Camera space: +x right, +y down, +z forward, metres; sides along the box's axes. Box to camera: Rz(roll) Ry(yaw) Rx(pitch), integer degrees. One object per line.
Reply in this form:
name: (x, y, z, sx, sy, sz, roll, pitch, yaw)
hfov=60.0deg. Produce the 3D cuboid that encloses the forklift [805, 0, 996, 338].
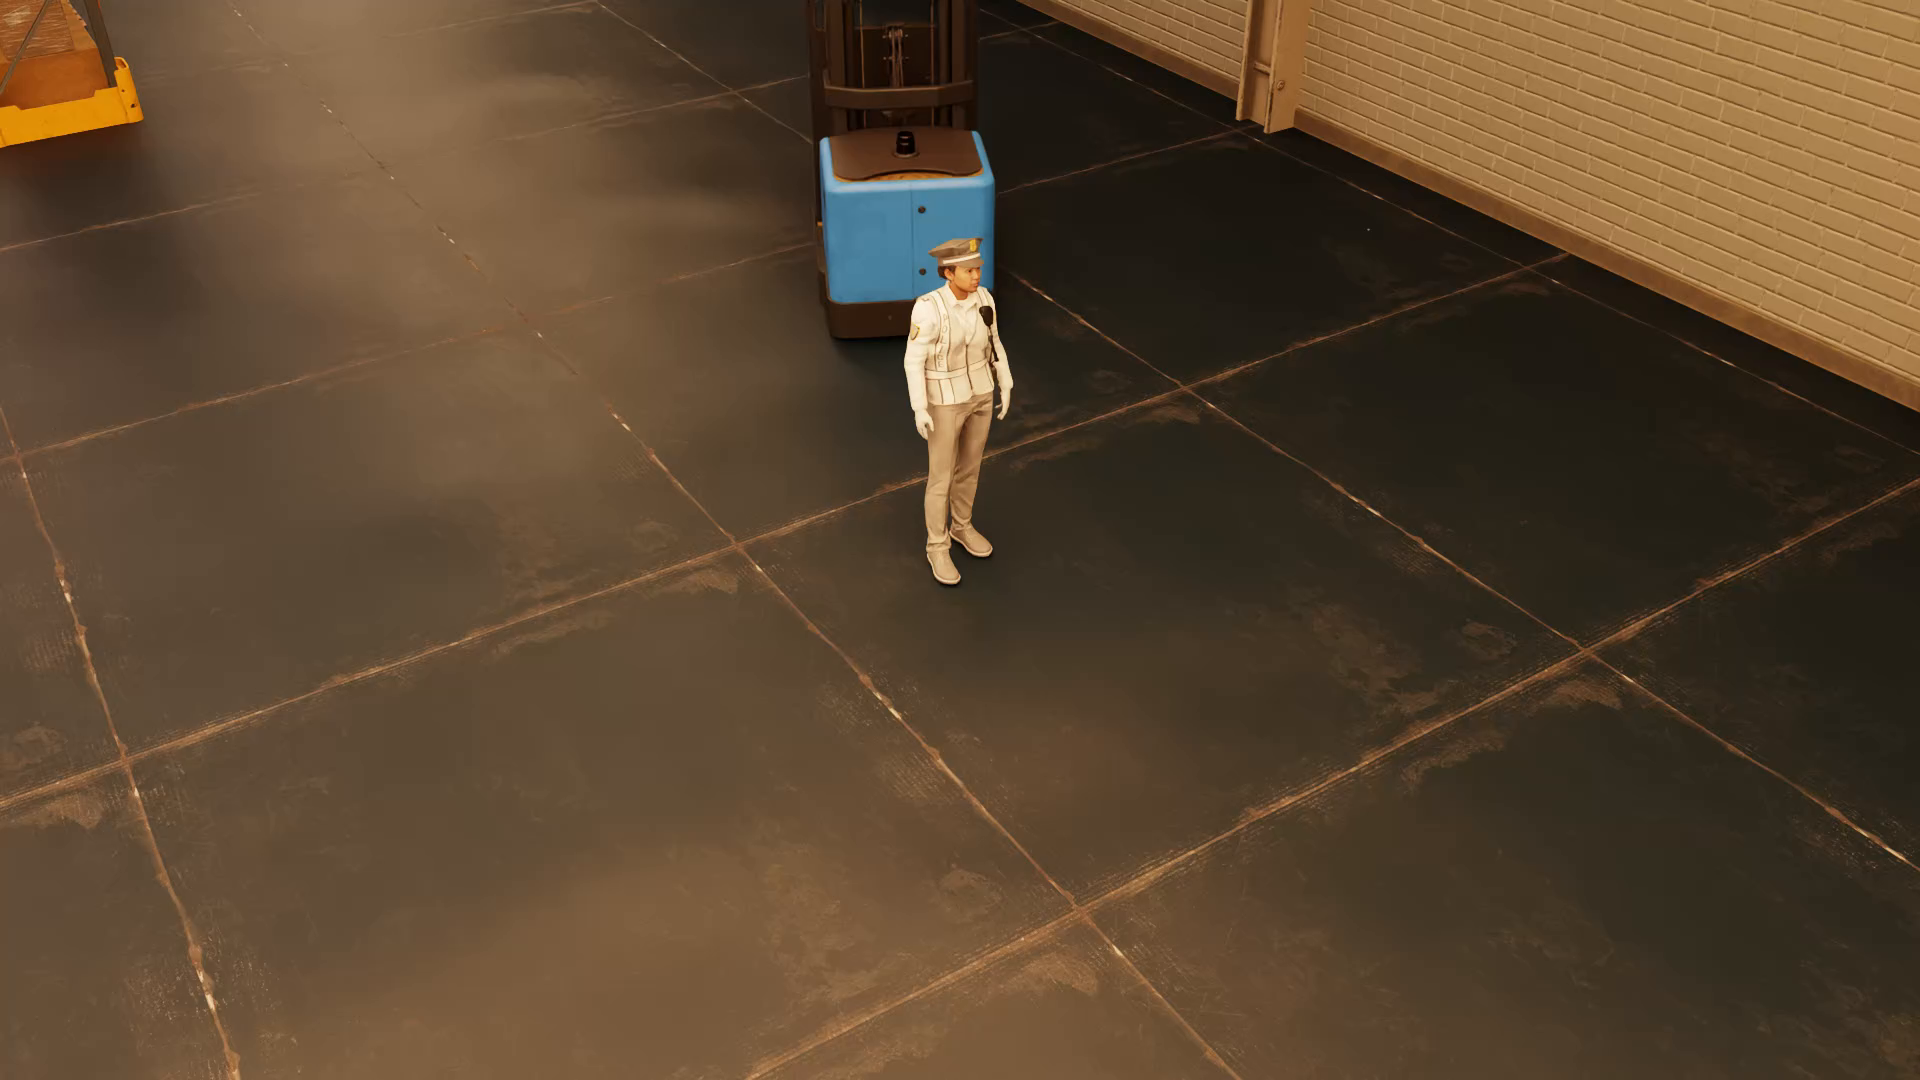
forklift: (-0.457, -3.288, 10.827, 1.130, 2.935, 3.031, -4, 35, -5)

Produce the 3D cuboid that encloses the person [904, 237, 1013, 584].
person: (0.032, -0.664, 8.156, 0.587, 1.695, 0.531, -21, 40, -27)
